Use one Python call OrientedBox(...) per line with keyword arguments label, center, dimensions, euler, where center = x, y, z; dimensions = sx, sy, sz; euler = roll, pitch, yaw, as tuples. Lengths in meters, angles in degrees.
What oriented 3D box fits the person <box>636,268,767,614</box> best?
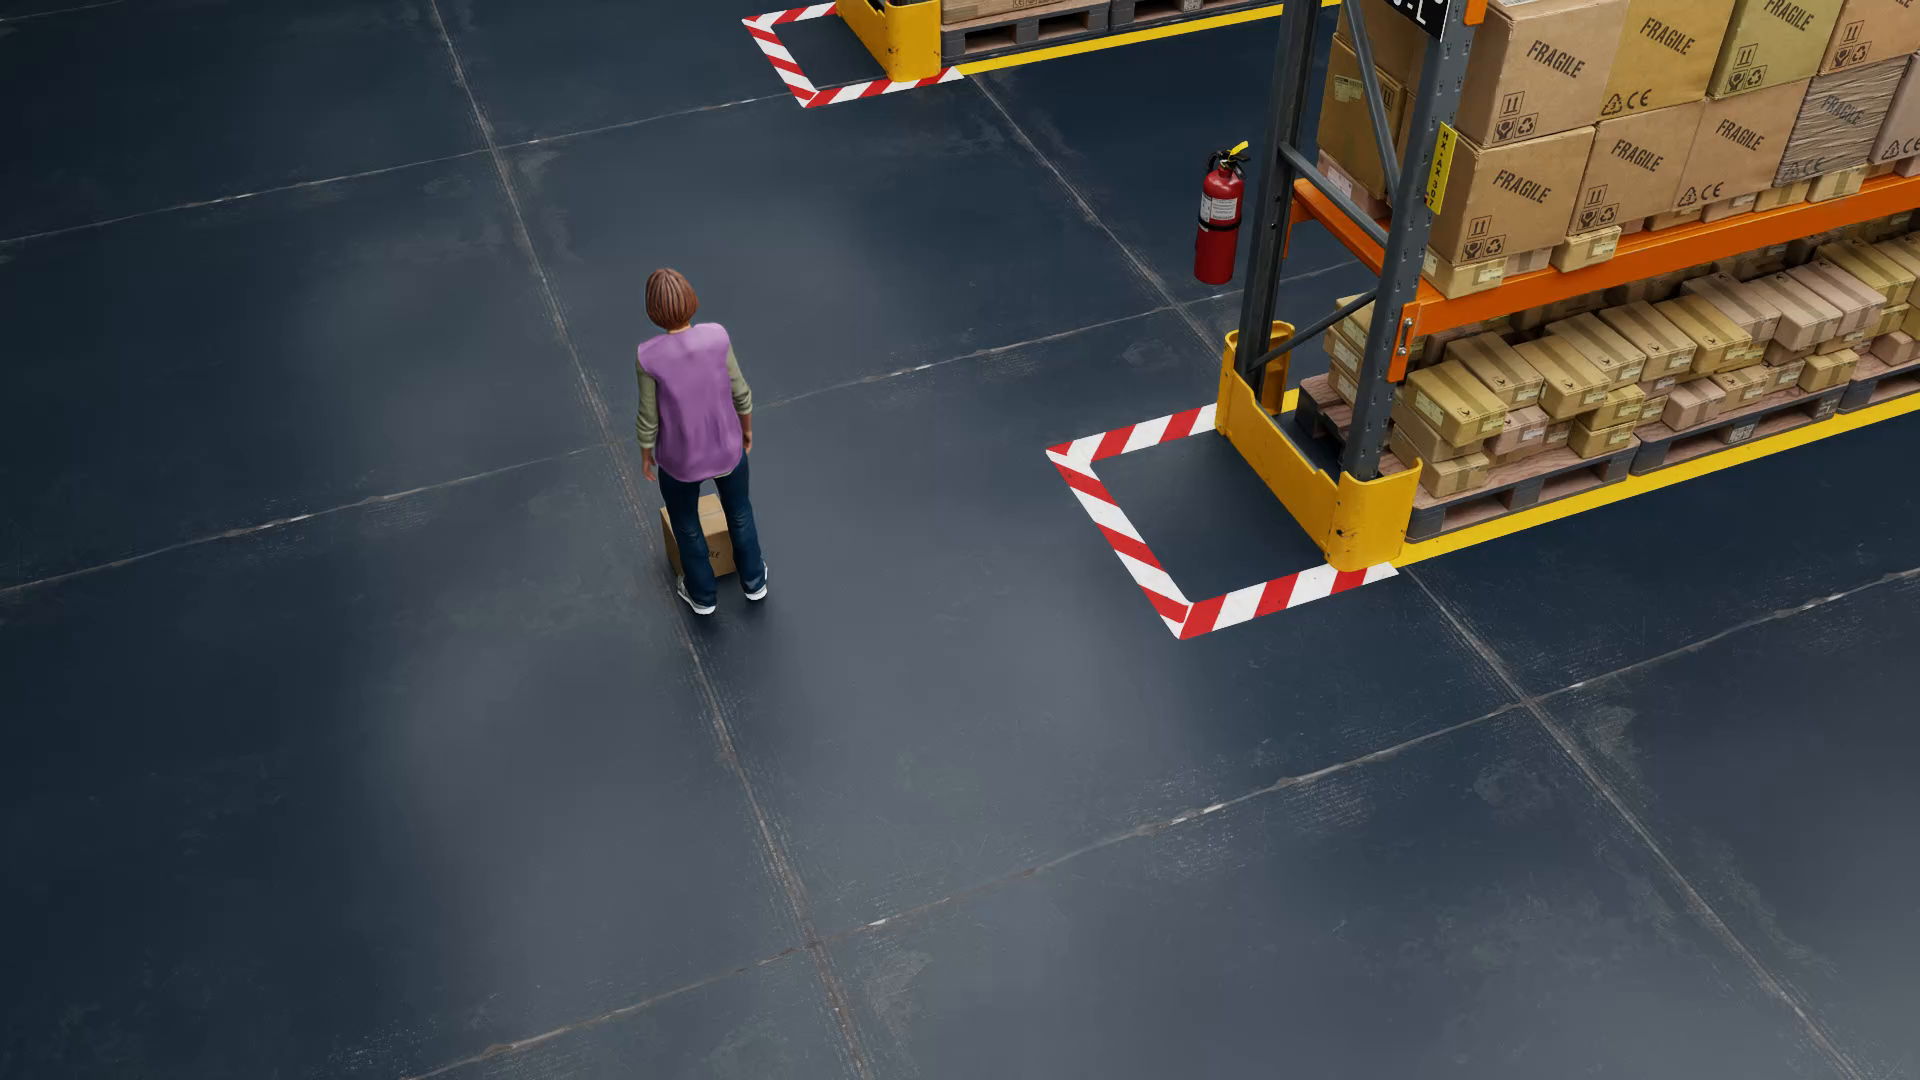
OrientedBox(label="person", center=(-1.026, -0.346, 6.556), dimensions=(0.476, 1.581, 0.348), euler=(-17, 45, -17))
